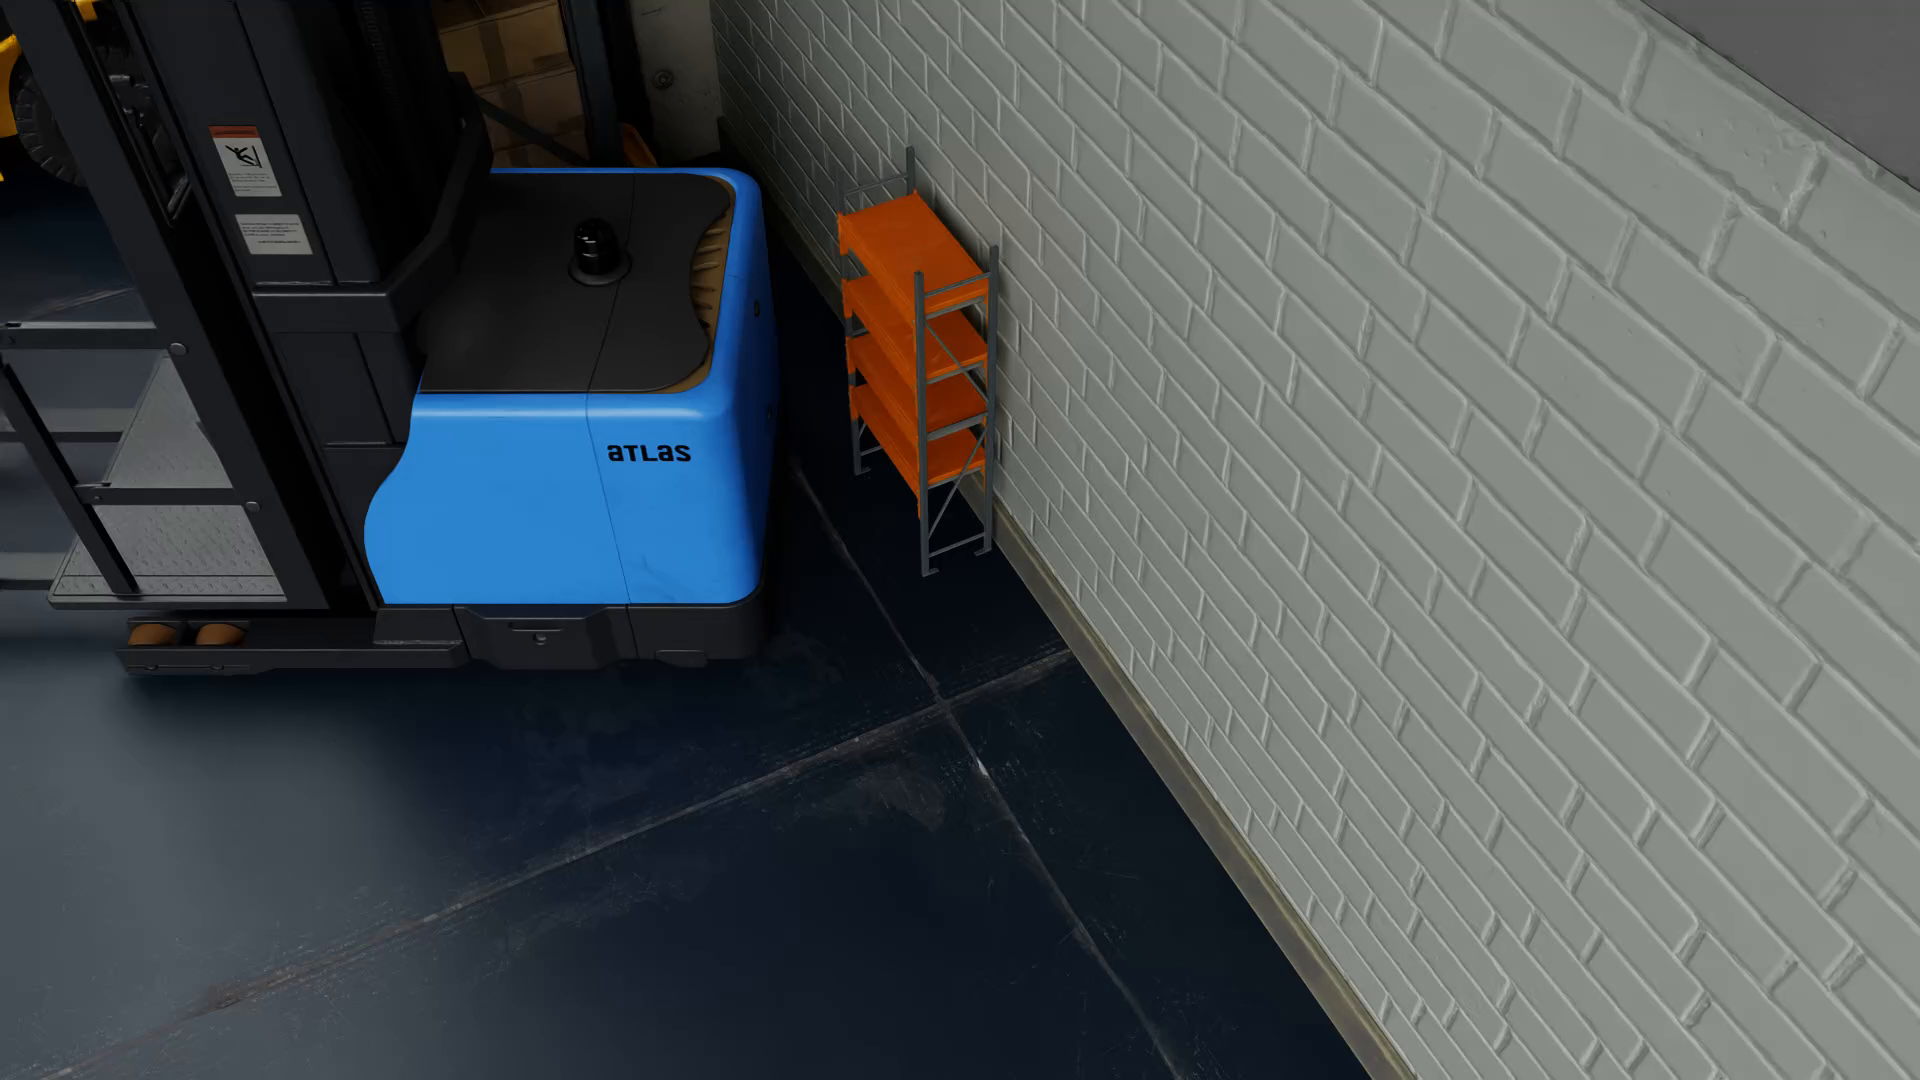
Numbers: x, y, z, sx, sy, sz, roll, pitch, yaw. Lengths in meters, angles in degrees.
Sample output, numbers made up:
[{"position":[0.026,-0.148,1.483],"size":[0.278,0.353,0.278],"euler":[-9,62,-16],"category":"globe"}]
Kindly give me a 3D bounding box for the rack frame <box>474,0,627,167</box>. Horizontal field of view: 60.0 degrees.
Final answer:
[{"position":[-1.628,-1.852,4.877],"size":[1.000,3.000,0.127],"euler":[-21,52,-18],"category":"rack frame"}]

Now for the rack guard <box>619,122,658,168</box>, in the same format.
[{"position":[-1.617,-1.013,5.803],"size":[1.175,0.500,0.348],"euler":[-21,52,-18],"category":"rack guard"}]

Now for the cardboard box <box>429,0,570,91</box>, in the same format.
[{"position":[-1.680,-1.801,5.716],"size":[0.500,0.250,0.500],"euler":[-22,52,-18],"category":"cardboard box"}]

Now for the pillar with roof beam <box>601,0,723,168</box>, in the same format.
[{"position":[-4.973,-3.120,2.001],"size":[9.100,9.000,0.400],"euler":[-21,52,-18],"category":"pillar with roof beam"}]

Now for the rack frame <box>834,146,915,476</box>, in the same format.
[{"position":[-0.236,-0.652,5.023],"size":[0.240,1.200,0.015],"euler":[-22,52,-18],"category":"rack frame"}]

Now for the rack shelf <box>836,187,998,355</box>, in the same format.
[{"position":[-0.122,-0.748,4.585],"size":[0.258,0.148,0.480],"euler":[-22,52,-18],"category":"rack shelf"}]

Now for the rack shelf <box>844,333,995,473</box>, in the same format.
[{"position":[-0.123,-0.445,4.931],"size":[0.258,0.148,0.480],"euler":[-22,52,-18],"category":"rack shelf"}]

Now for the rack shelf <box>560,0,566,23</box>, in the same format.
[{"position":[-2.543,-2.953,6.318],"size":[1.077,0.370,4.000],"euler":[-21,52,-18],"category":"rack shelf"}]

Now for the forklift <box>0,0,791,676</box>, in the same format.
[{"position":[-2.071,-0.966,4.148],"size":[3.031,2.935,1.130],"euler":[0,49,0],"category":"forklift"}]

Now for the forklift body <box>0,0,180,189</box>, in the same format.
[{"position":[-4.118,-2.213,5.757],"size":[2.313,2.155,1.214],"euler":[-21,52,-18],"category":"forklift body"}]

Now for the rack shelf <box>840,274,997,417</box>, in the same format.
[{"position":[-0.123,-0.592,4.763],"size":[0.258,0.148,0.480],"euler":[-22,52,-18],"category":"rack shelf"}]

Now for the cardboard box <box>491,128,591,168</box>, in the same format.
[{"position":[-1.679,-1.481,6.100],"size":[0.500,0.250,0.500],"euler":[-21,52,-17],"category":"cardboard box"}]

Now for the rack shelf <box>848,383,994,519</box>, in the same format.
[{"position":[-0.123,-0.314,5.080],"size":[0.258,0.148,0.480],"euler":[-22,52,-18],"category":"rack shelf"}]

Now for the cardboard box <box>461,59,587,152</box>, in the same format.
[{"position":[-1.658,-1.635,5.903],"size":[0.500,0.250,0.500],"euler":[-20,52,-17],"category":"cardboard box"}]

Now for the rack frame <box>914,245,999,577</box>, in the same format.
[{"position":[-0.009,-0.327,4.738],"size":[0.240,1.200,0.015],"euler":[-22,52,-18],"category":"rack frame"}]

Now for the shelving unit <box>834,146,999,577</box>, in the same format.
[{"position":[-0.123,-0.489,4.880],"size":[0.258,1.200,0.503],"euler":[-22,52,-18],"category":"shelving unit"}]
